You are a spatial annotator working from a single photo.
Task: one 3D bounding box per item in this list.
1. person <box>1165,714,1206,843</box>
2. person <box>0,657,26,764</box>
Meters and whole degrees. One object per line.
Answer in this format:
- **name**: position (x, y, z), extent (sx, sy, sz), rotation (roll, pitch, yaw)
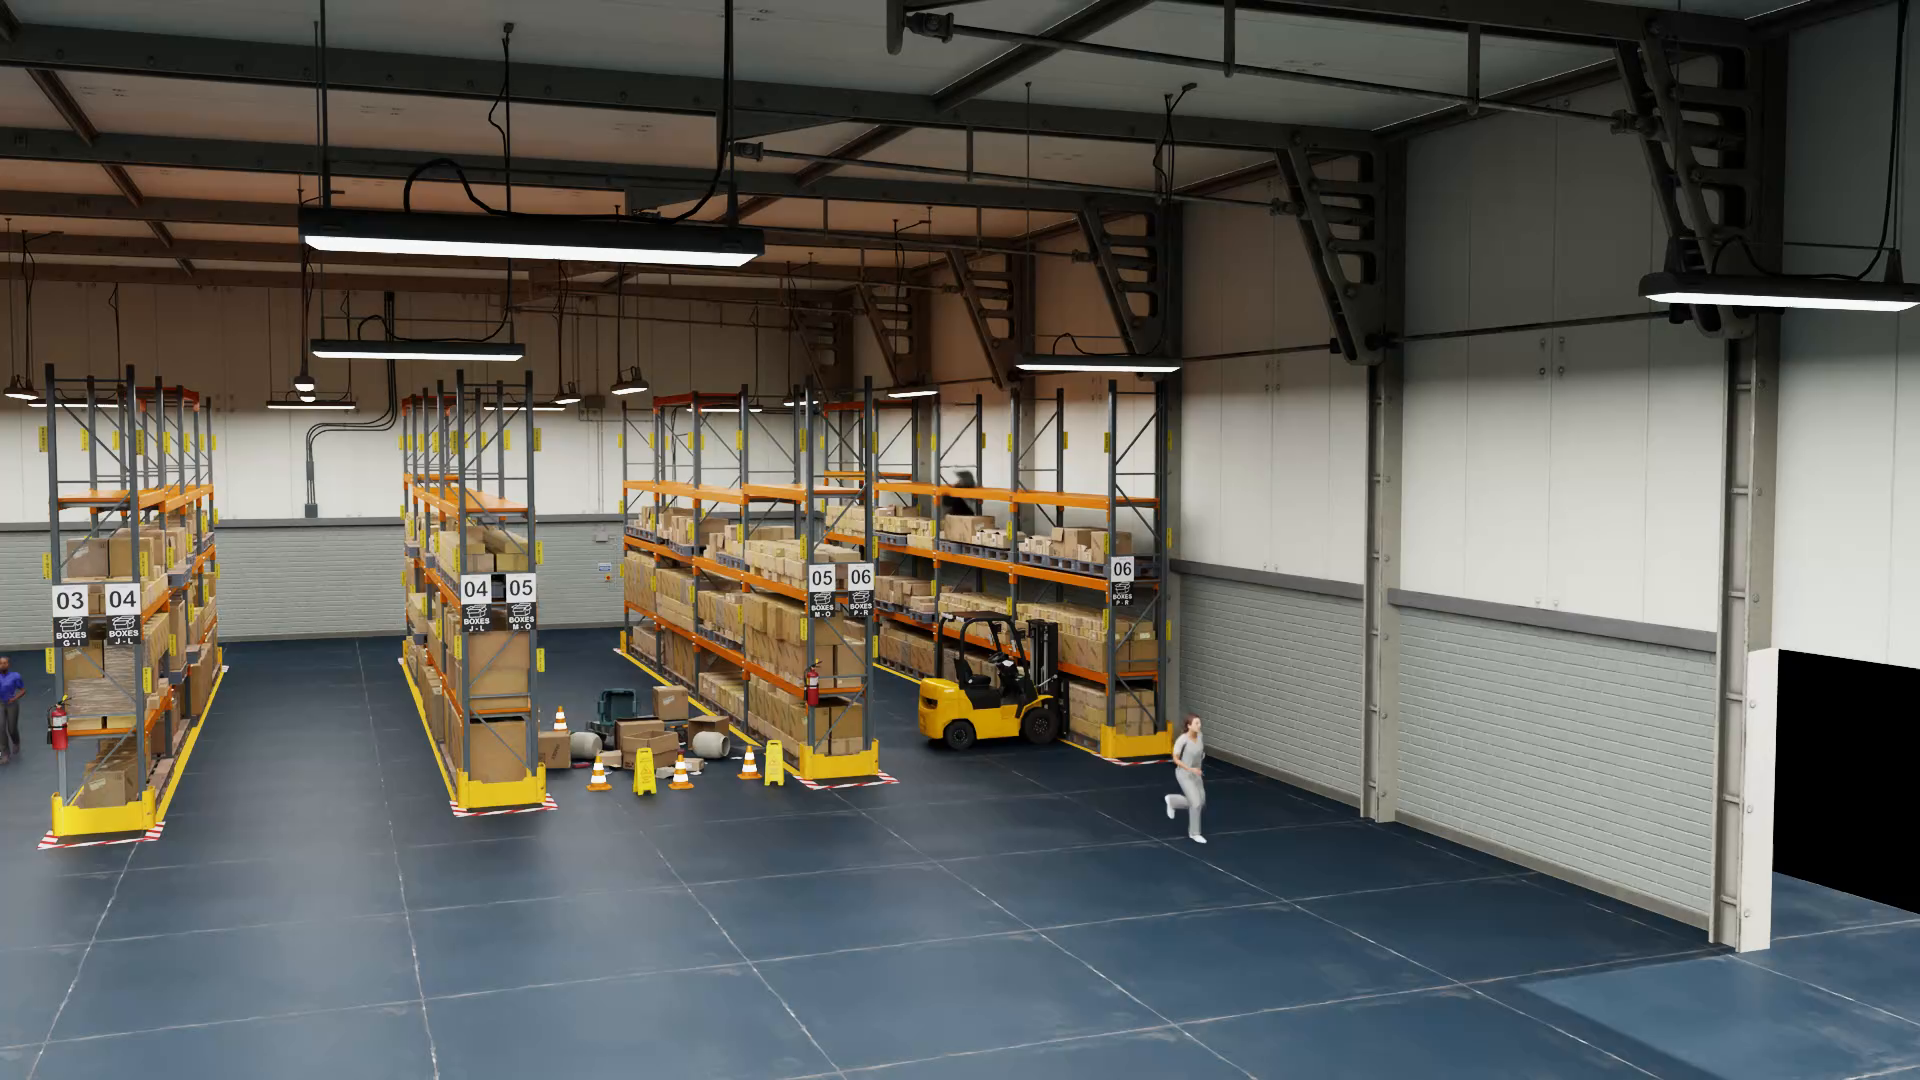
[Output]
- **person**: position (2.860, 2.988, 21.011), extent (0.592, 1.621, 0.682), rotation (-3, 4, -41)
- **person**: position (-15.043, 2.656, 26.201), extent (0.585, 1.650, 0.697), rotation (-1, 4, -23)
